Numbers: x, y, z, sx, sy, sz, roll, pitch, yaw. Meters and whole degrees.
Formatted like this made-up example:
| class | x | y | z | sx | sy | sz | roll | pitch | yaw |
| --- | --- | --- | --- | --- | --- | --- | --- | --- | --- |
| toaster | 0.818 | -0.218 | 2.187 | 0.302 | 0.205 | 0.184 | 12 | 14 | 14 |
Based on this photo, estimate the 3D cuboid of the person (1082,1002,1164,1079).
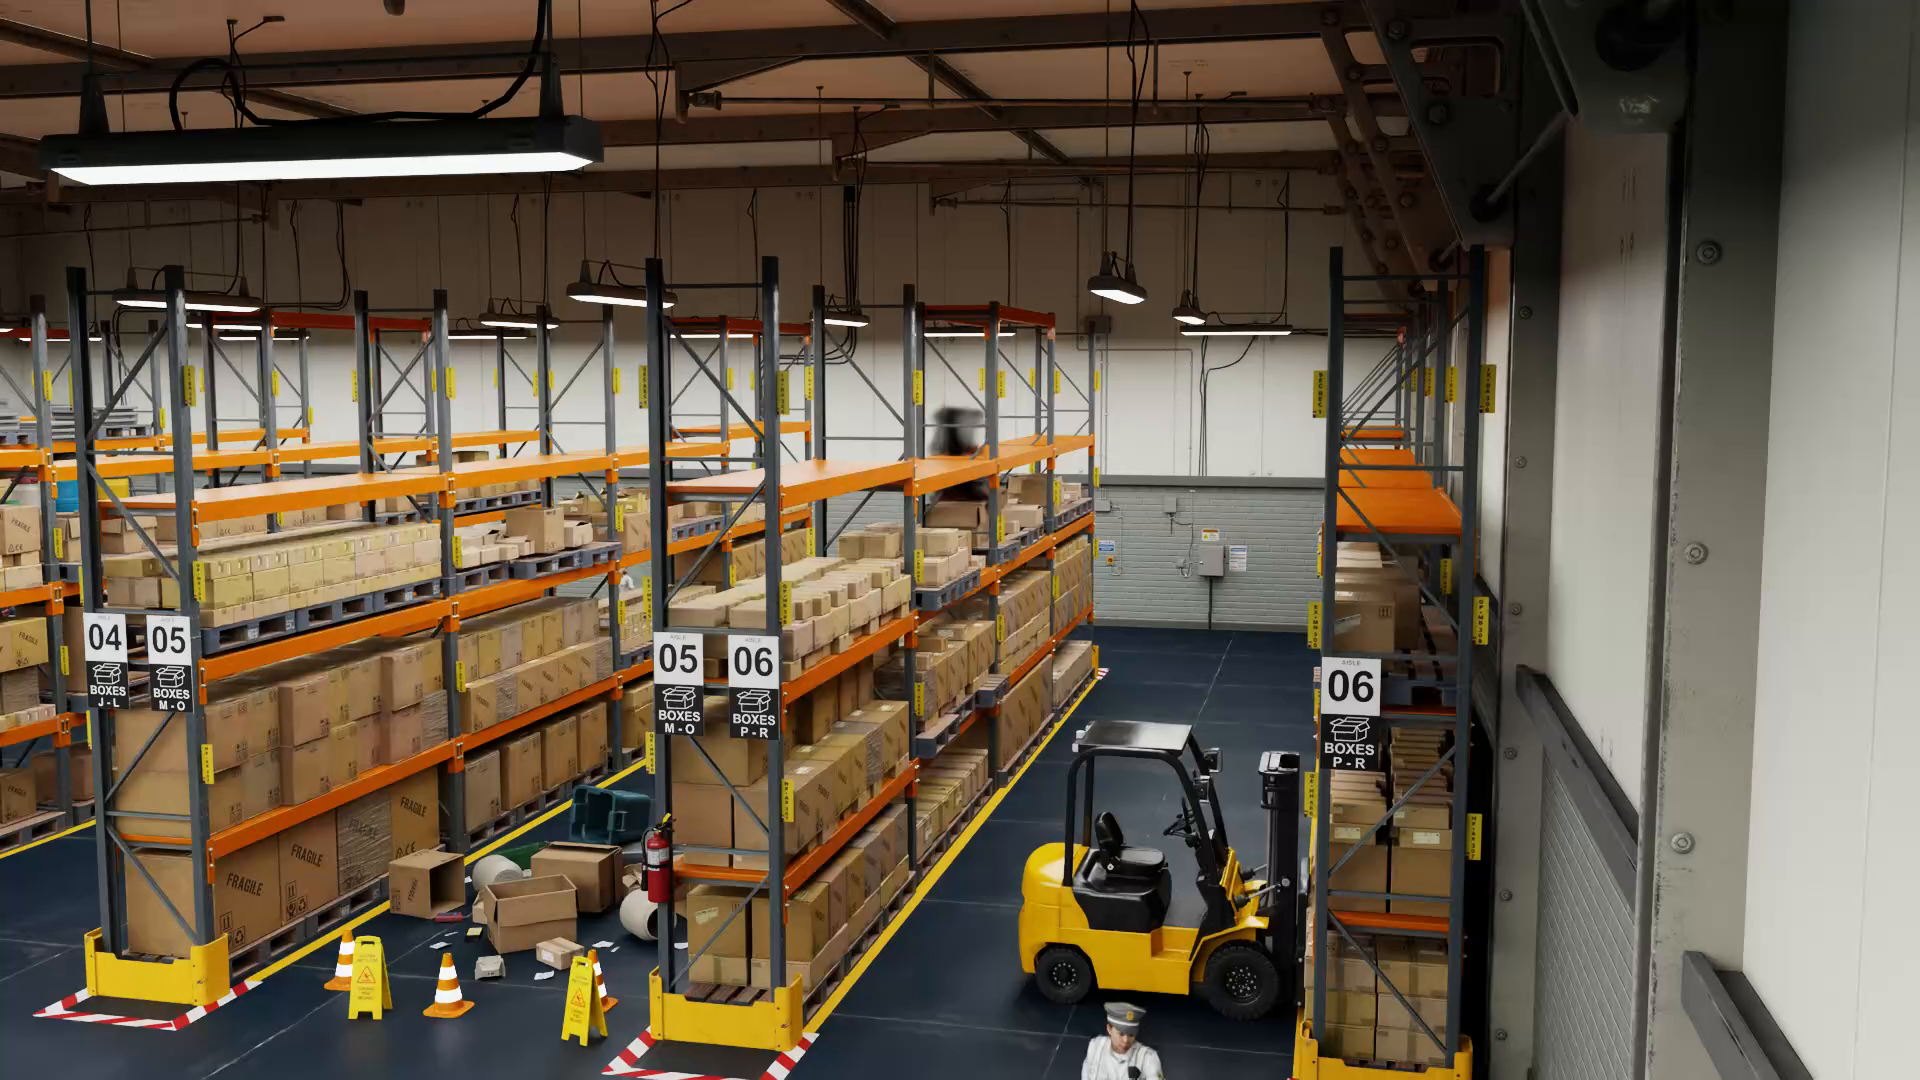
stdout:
| class | x | y | z | sx | sy | sz | roll | pitch | yaw |
| --- | --- | --- | --- | --- | --- | --- | --- | --- | --- |
| person | 0.920 | 3.398 | 9.465 | 0.587 | 1.622 | 0.754 | 2 | 6 | 15 |

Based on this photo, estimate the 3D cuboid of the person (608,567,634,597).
| class | x | y | z | sx | sy | sz | roll | pitch | yaw |
| --- | --- | --- | --- | --- | --- | --- | --- | --- | --- |
| person | -6.283 | 1.232 | 30.695 | 0.550 | 1.689 | 0.704 | 0 | 6 | 3 |
